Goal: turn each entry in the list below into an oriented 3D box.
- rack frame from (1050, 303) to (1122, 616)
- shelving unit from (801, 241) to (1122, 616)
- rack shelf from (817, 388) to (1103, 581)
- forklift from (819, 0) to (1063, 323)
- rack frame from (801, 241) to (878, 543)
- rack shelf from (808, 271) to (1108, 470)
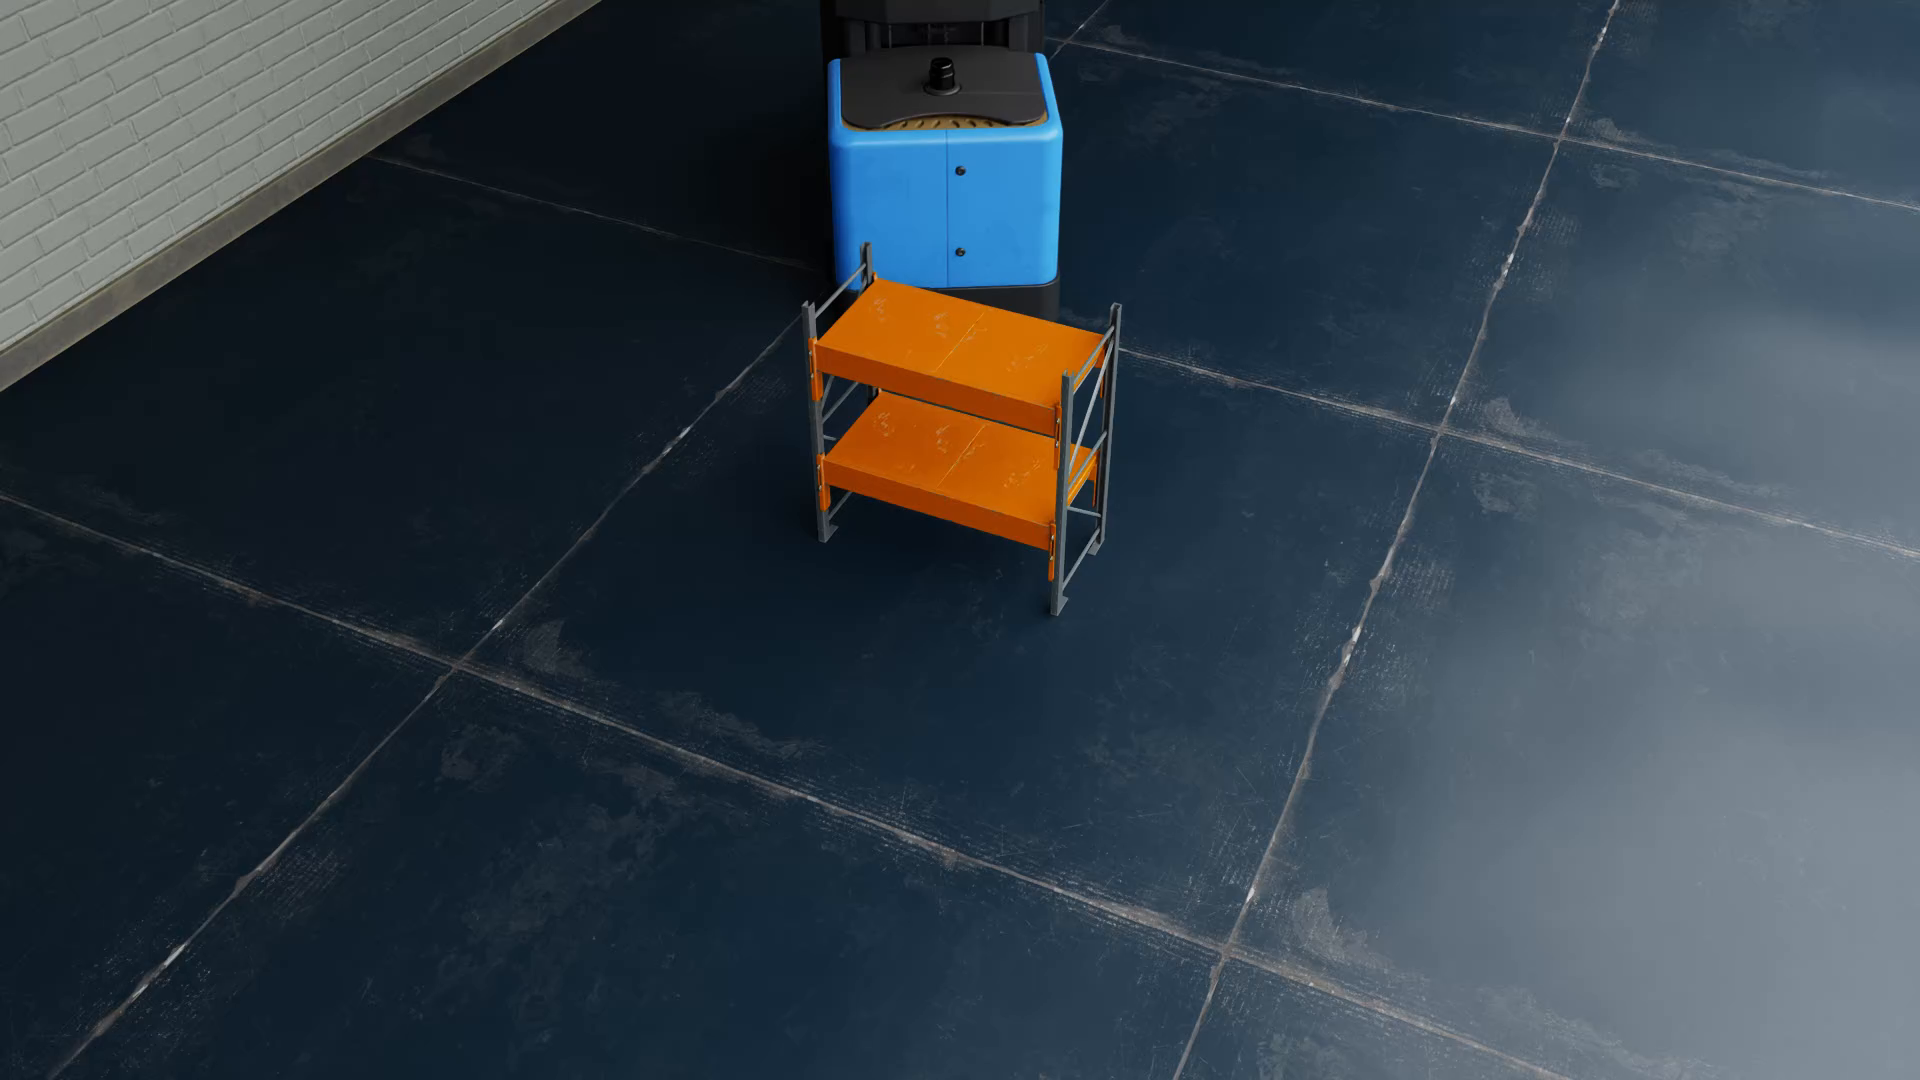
[{"bbox_3d":[0.467,-0.282,6.217,0.032,1.125,0.500,17,44,19],"label":"rack frame"},{"bbox_3d":[0.006,-0.423,6.379,1.048,1.125,0.538,17,44,19],"label":"shelving unit"},{"bbox_3d":[0.006,-0.238,6.540,1.000,0.278,0.538,17,44,19],"label":"rack shelf"},{"bbox_3d":[-0.150,-3.008,7.983,1.130,2.935,3.031,-2,41,-3],"label":"forklift"},{"bbox_3d":[-0.455,-0.564,6.542,0.032,1.125,0.500,17,44,19],"label":"rack frame"},{"bbox_3d":[0.006,-0.644,6.188,1.000,0.278,0.538,17,44,19],"label":"rack shelf"}]
